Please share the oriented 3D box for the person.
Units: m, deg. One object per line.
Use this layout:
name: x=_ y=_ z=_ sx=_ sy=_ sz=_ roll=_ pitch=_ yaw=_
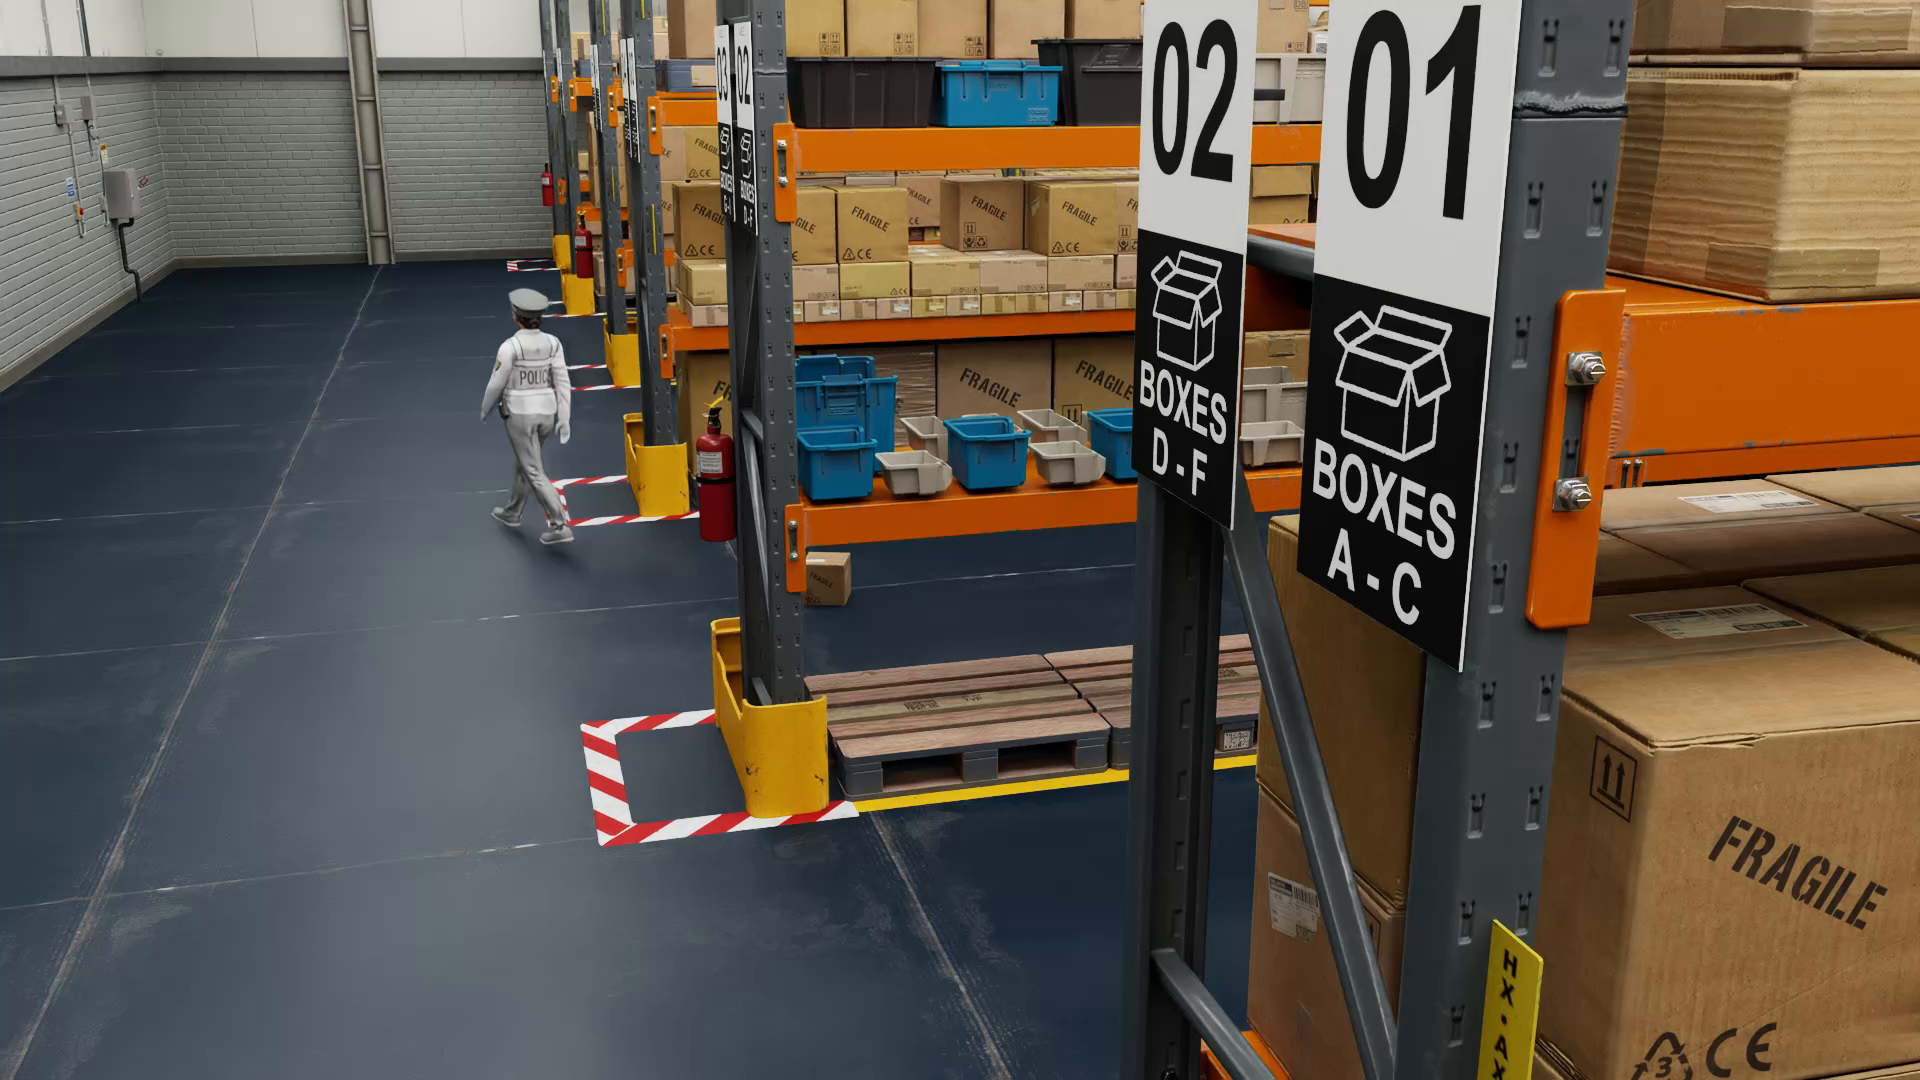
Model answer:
person: x=-2.842 y=-0.820 z=10.793 sx=0.982 sy=1.628 sz=0.486 roll=12 pitch=20 yaw=36
